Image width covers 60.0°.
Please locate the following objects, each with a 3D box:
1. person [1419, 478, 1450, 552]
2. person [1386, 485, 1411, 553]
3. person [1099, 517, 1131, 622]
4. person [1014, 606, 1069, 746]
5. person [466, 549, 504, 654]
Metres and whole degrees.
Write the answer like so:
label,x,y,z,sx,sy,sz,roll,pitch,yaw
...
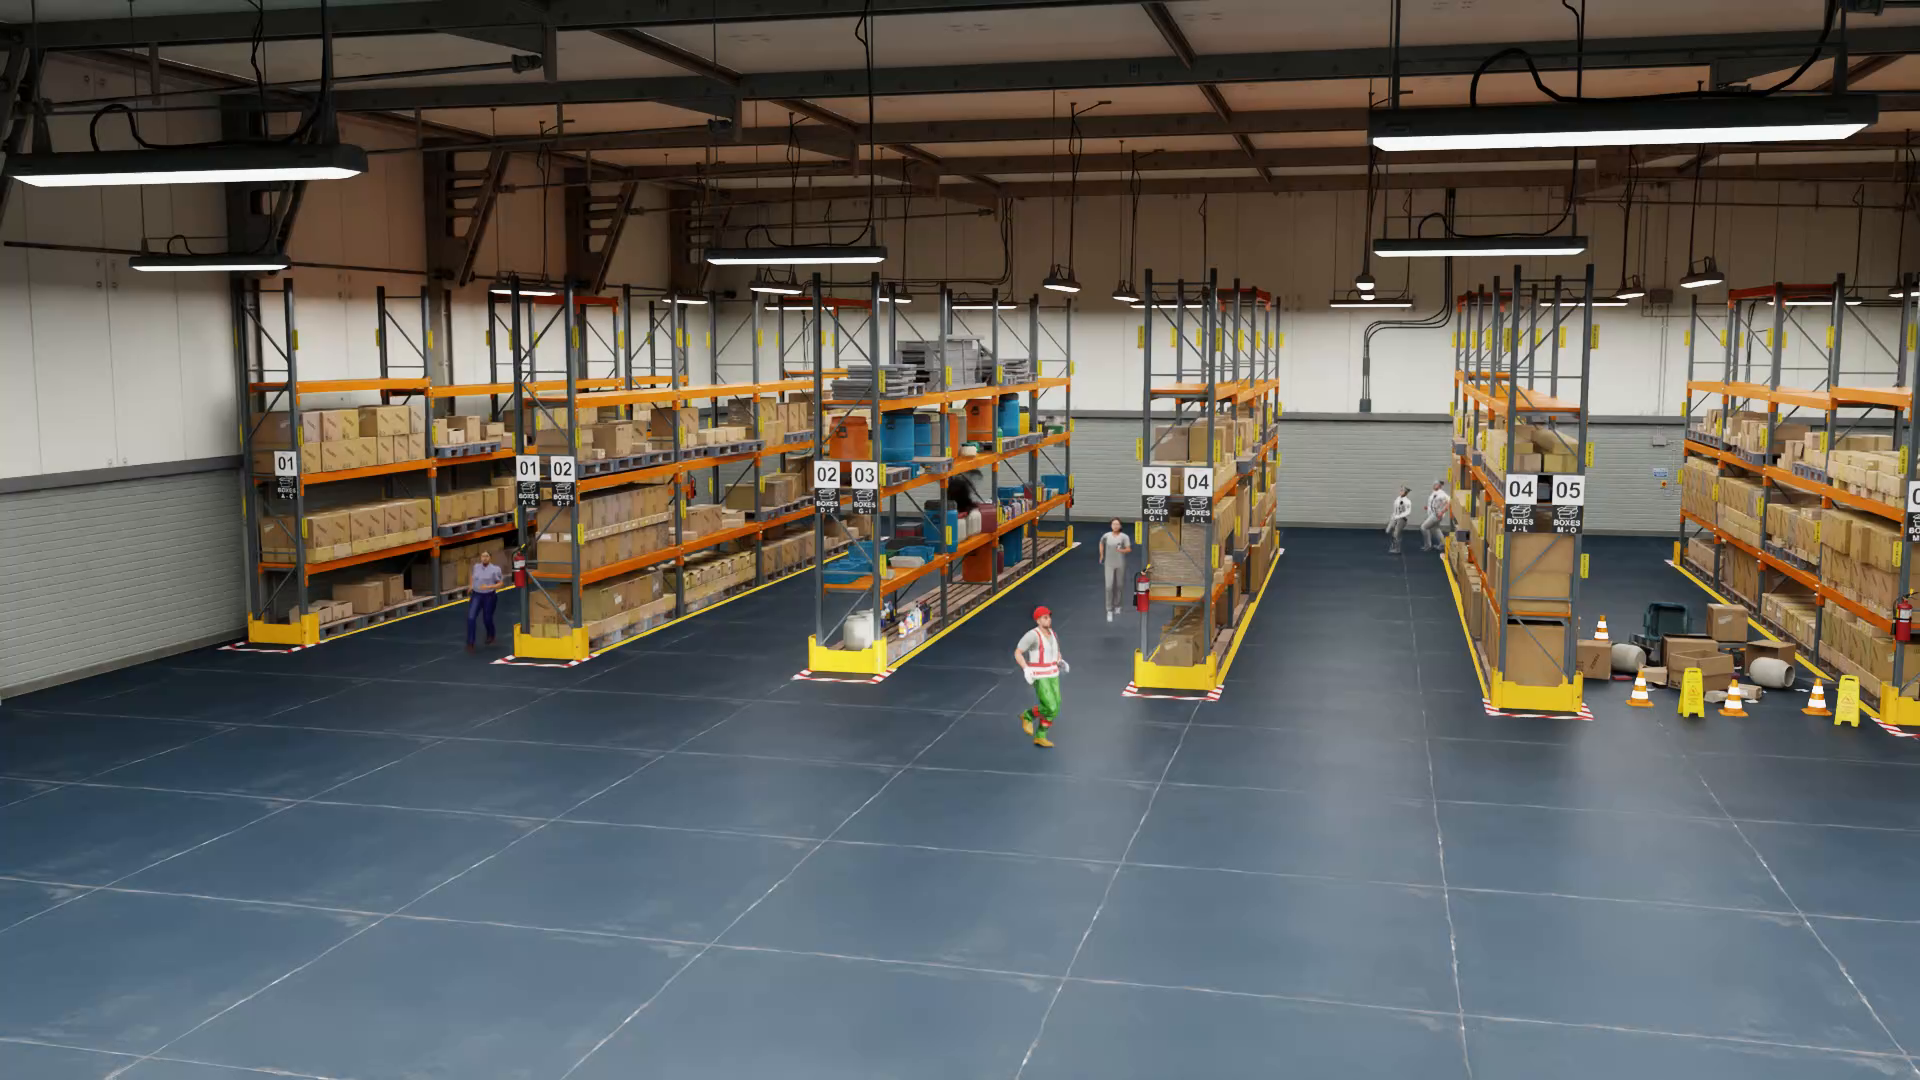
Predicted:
label,x,y,z,sx,sy,sz,roll,pitch,yaw
person,11.285,-0.582,39.427,0.708,1.777,0.730,0,7,3
person,10.295,-0.479,38.999,0.532,1.623,0.632,-4,8,-29
person,2.638,0.479,28.324,0.541,1.736,0.776,1,7,6
person,1.045,1.687,20.560,0.664,1.739,0.590,-7,10,-44
person,-7.689,0.983,26.982,0.620,1.680,0.833,0,7,3
